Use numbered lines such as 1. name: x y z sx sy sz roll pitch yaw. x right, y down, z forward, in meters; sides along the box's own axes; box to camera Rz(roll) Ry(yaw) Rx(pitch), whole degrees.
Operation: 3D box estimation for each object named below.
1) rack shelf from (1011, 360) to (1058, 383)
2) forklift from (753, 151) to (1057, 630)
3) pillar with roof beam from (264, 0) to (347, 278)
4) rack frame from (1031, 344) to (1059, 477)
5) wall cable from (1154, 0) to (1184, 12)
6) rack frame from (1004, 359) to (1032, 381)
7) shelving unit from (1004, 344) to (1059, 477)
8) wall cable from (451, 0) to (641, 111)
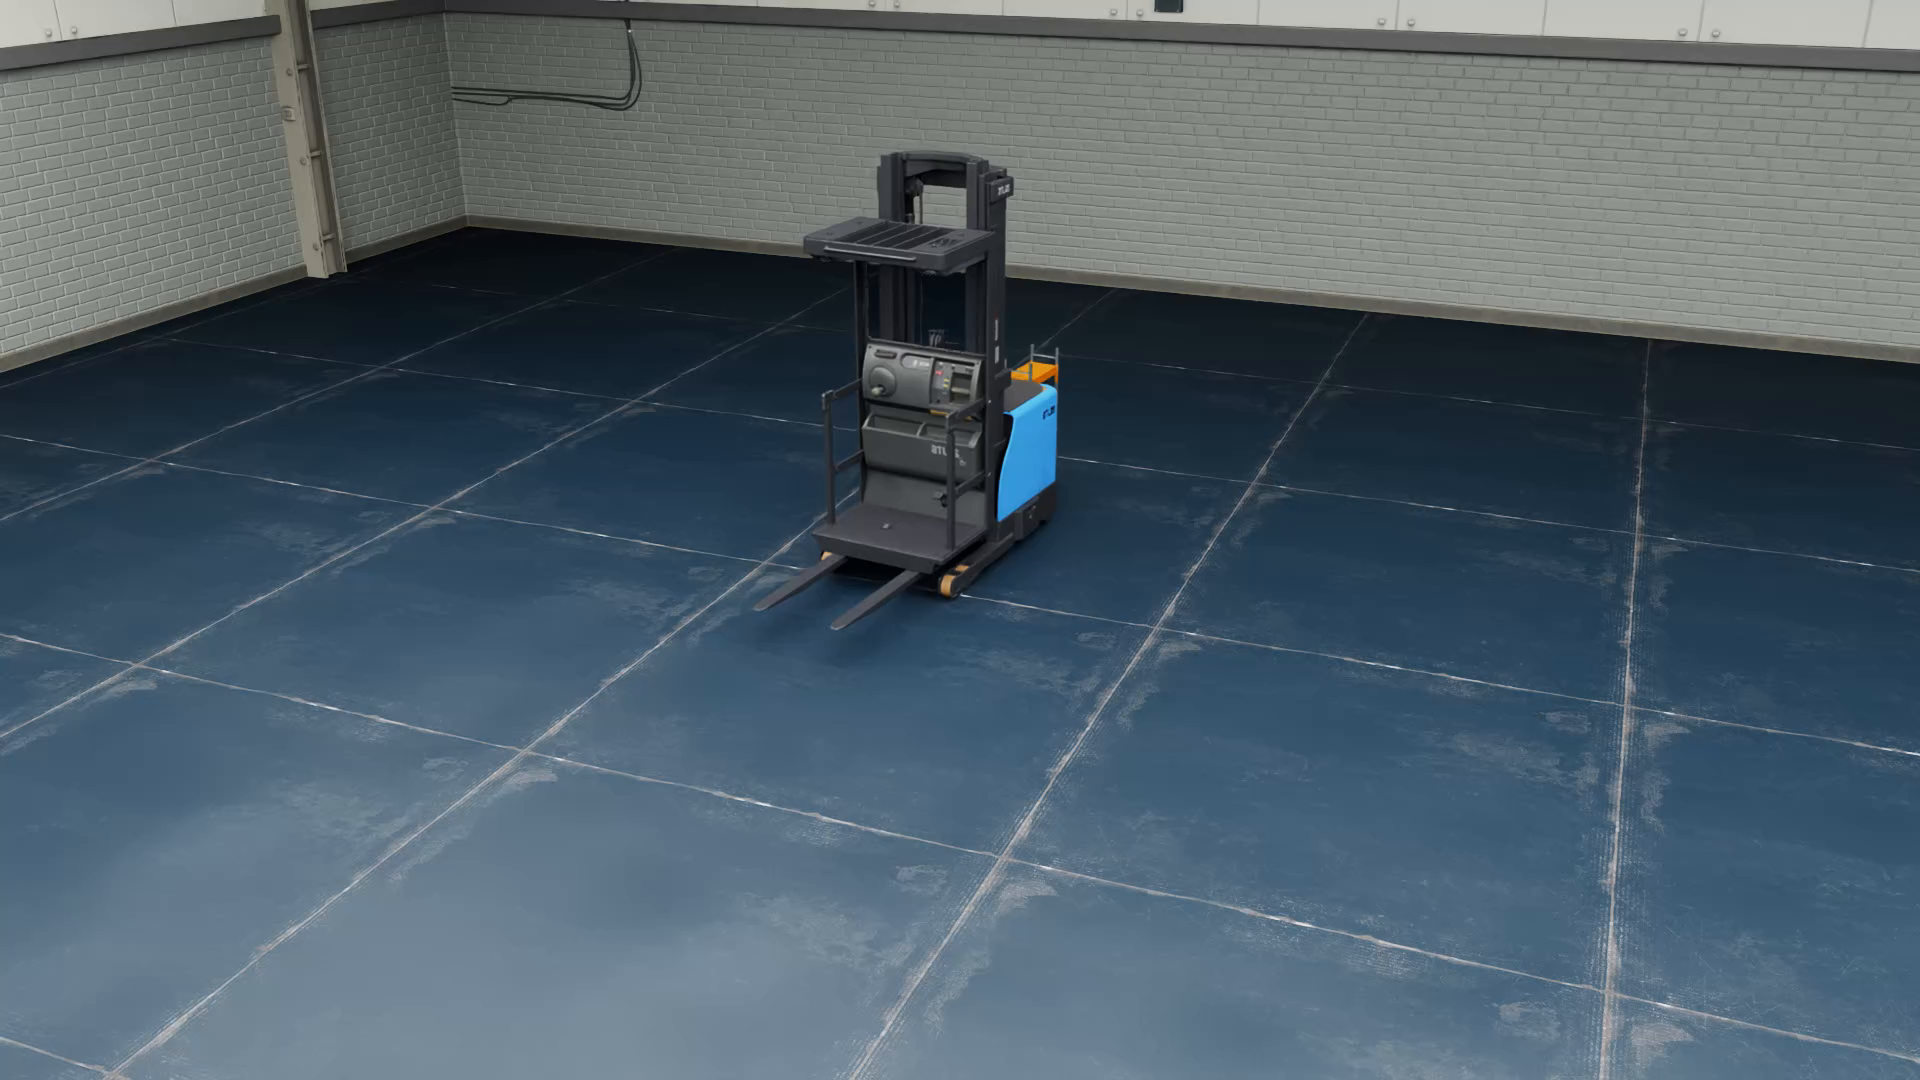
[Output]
1. rack shelf: 0.567 -1.287 13.256 0.258 0.148 0.480 12 25 26
2. forklift: -0.374 -1.140 11.676 1.130 2.935 3.031 12 25 26
3. pillar with roof beam: -3.876 -6.849 17.471 9.100 9.000 0.400 9 24 20
4. rack frame: 0.682 -1.008 13.606 0.240 1.200 0.015 12 25 26
5. wall cable: 3.257 -8.534 17.094 2.305 6.003 0.169 9 24 20
6. rack frame: 0.452 -0.842 13.209 0.240 1.200 0.015 12 25 26
7. shelving unit: 0.567 -0.925 13.407 0.258 1.200 0.503 12 25 26
8. wall cable: -5.551 -6.897 21.616 3.097 2.526 0.112 9 24 20
